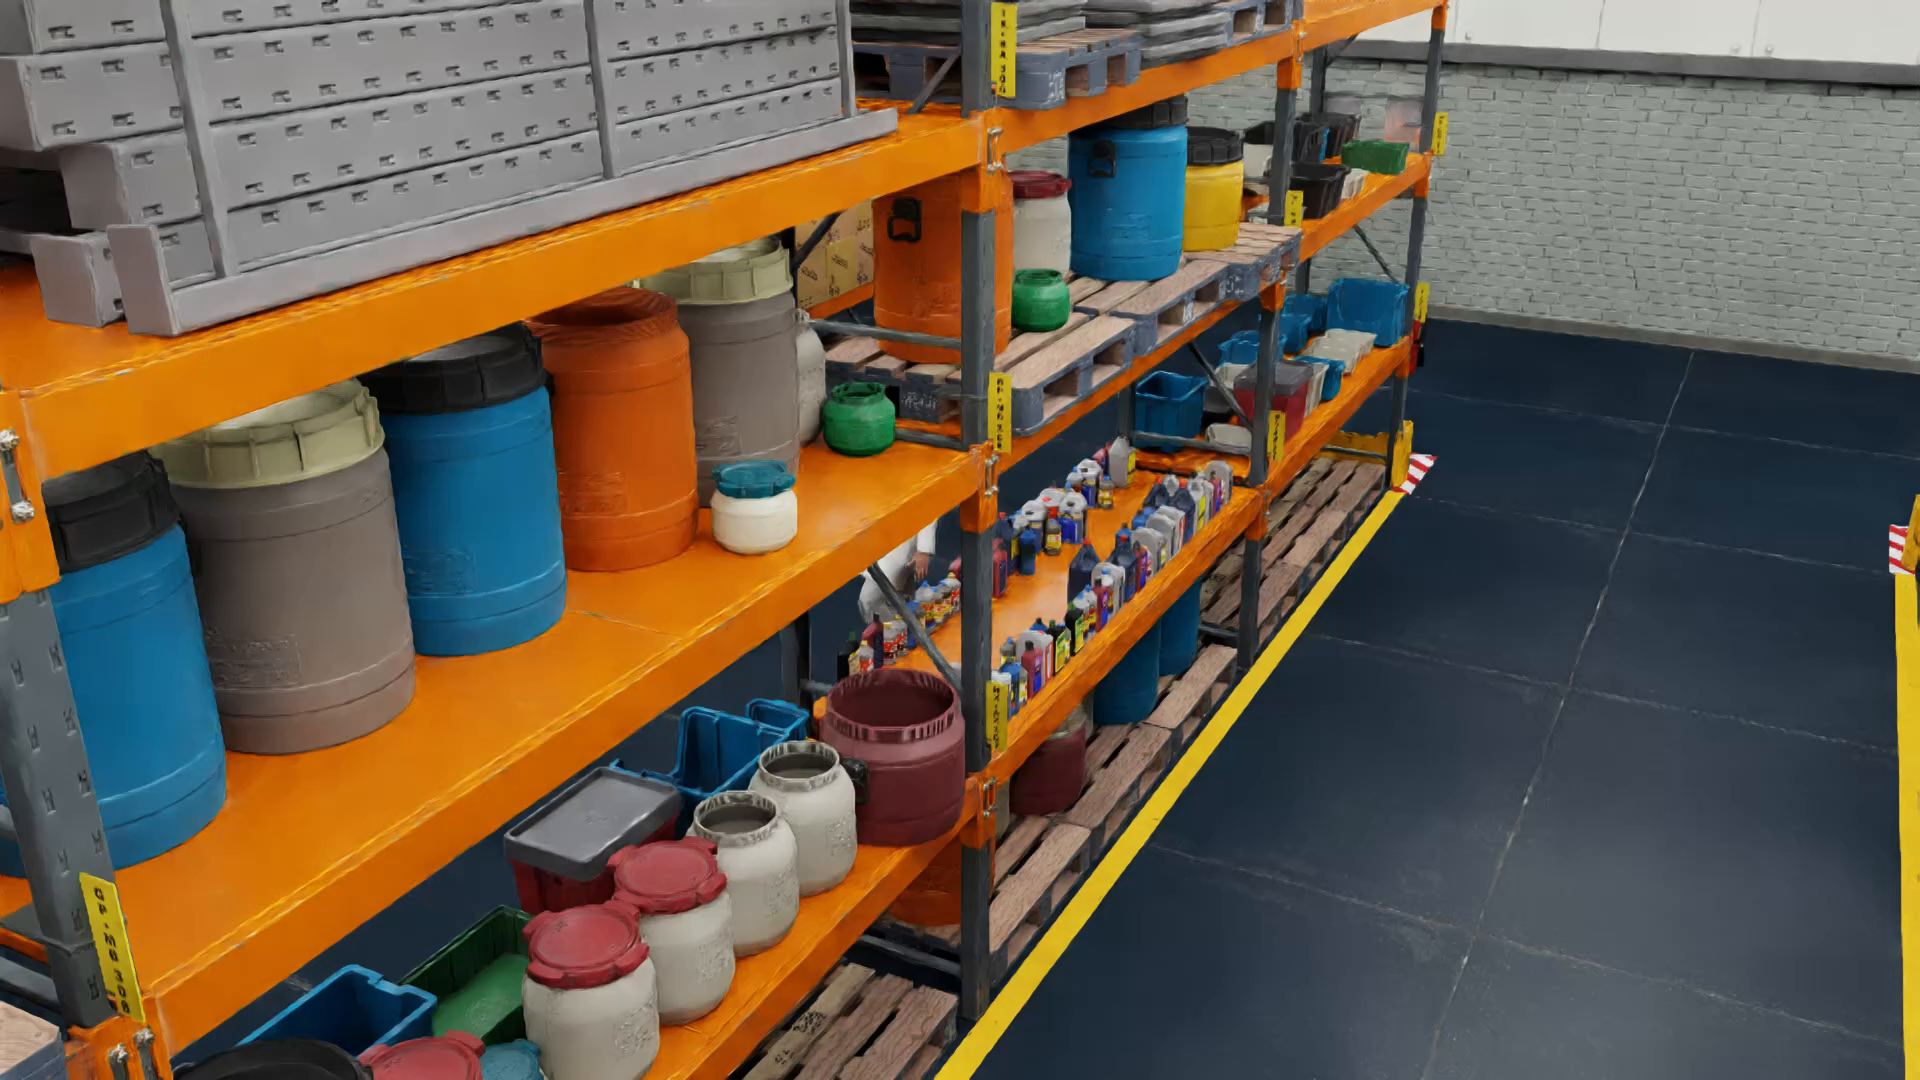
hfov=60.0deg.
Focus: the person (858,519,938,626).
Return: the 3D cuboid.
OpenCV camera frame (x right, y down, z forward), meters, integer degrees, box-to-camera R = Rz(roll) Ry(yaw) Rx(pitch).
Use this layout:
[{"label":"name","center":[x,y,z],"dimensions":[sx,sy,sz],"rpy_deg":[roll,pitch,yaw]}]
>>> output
[{"label":"person","center":[-0.431,0.058,10.656],"dimensions":[0.549,1.749,0.729],"rpy_deg":[-9,24,-21]}]
